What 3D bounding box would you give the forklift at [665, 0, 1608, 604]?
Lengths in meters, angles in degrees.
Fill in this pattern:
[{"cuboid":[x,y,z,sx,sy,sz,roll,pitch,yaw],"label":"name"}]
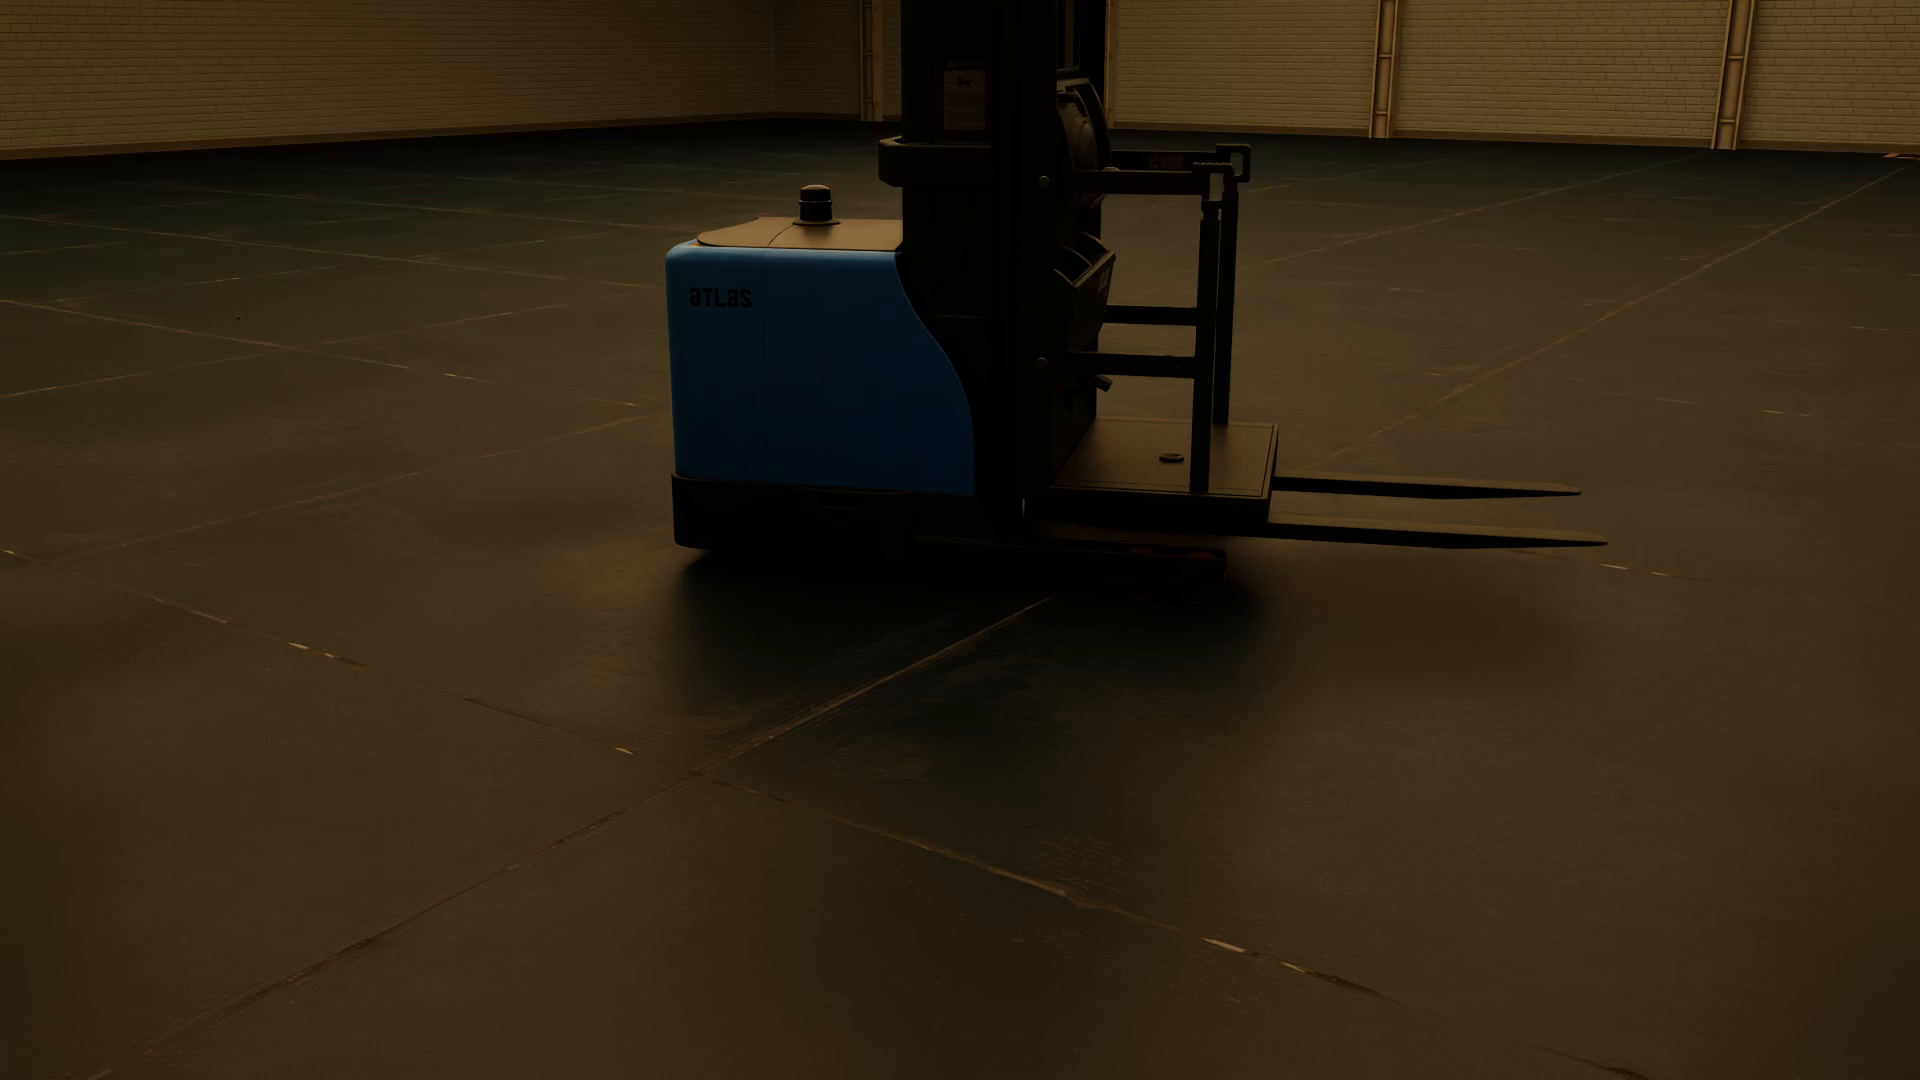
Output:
[{"cuboid":[0.595,-1.367,5.404,3.031,2.935,1.130,4,17,12],"label":"forklift"}]
